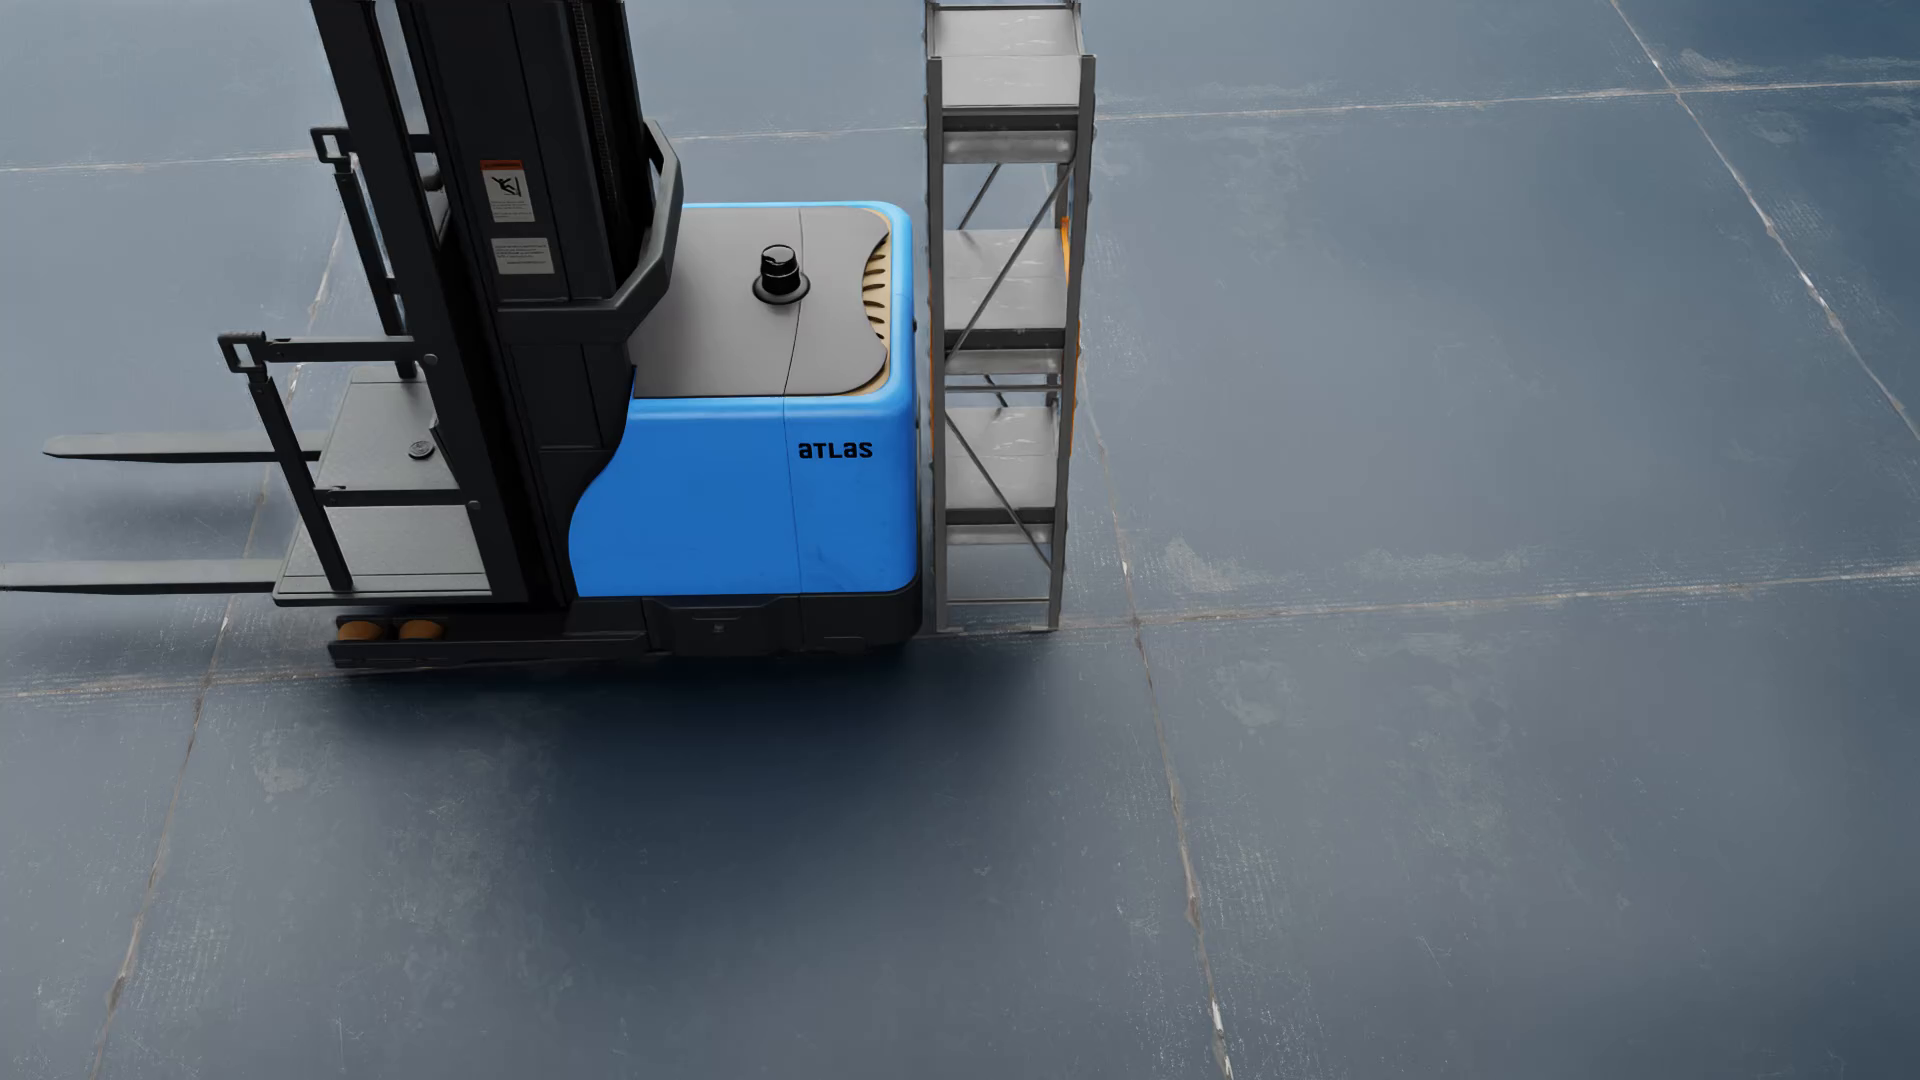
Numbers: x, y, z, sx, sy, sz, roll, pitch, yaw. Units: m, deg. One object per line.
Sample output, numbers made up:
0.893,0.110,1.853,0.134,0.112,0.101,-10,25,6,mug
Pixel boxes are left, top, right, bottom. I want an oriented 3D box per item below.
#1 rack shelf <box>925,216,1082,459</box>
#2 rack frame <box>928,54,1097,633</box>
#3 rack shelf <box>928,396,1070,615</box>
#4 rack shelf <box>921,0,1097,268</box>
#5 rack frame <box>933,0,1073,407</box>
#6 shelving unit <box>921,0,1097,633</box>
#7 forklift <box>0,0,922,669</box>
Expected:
0.118,-0.592,4.883,0.431,0.518,0.480,-1,47,-1,rack shelf
0.123,-0.424,4.706,0.400,2.100,0.015,-1,47,-1,rack frame
0.117,-0.111,5.391,0.431,0.518,0.480,-1,47,-1,rack shelf
0.118,-1.073,4.375,0.431,0.518,0.480,-1,47,-1,rack shelf
0.112,-0.779,5.041,0.400,2.100,0.015,-1,47,-1,rack frame
0.118,-0.601,4.873,0.431,2.100,0.503,-1,47,-1,shelving unit
-1.647,-0.982,4.661,3.031,2.935,1.130,-1,47,-1,forklift
